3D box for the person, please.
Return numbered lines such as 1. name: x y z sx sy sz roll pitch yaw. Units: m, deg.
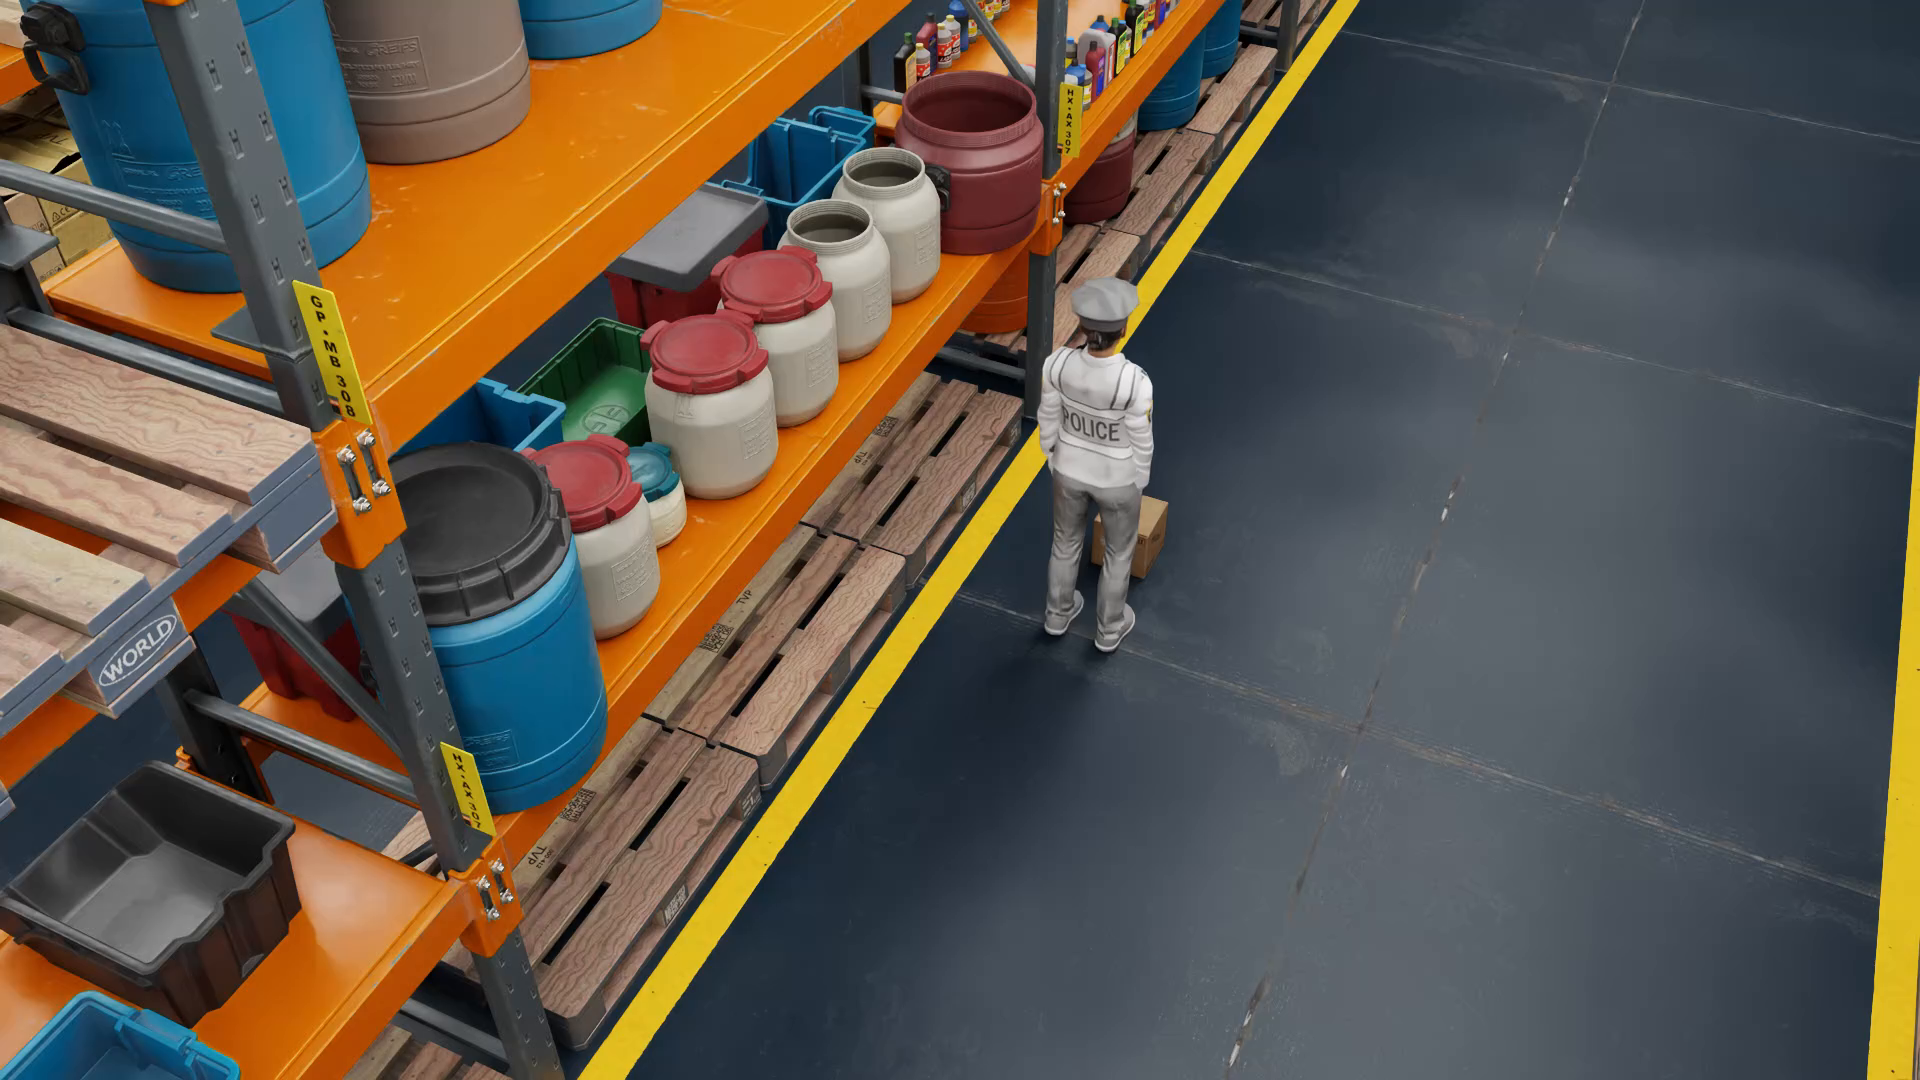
1. person: 0.523 -0.267 6.463 0.469 1.670 0.328 18 45 19
